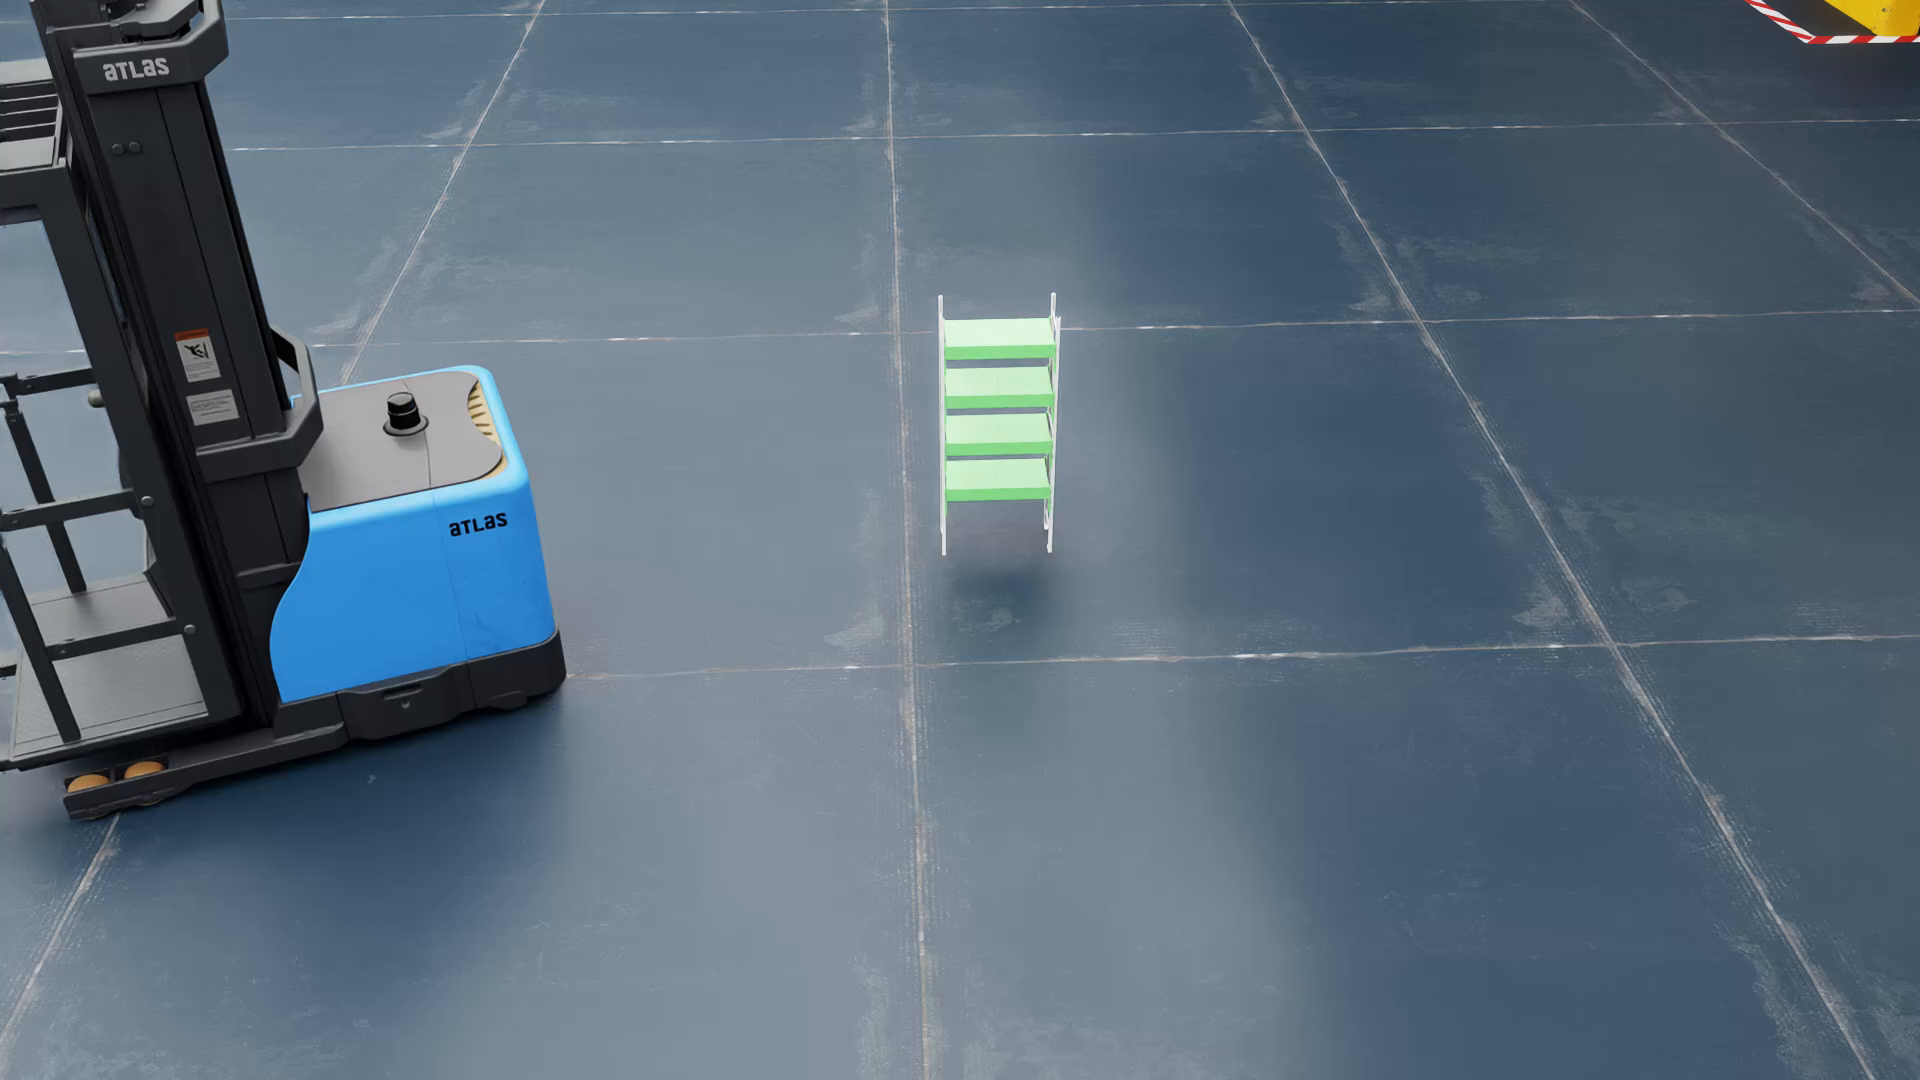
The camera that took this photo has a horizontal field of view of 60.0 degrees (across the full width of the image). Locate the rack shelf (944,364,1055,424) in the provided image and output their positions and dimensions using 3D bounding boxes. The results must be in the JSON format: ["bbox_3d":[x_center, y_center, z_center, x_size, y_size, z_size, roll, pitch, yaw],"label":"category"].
[{"bbox_3d":[0.165,-0.643,7.315,0.480,0.148,0.258,-2,35,-2],"label":"rack shelf"}]

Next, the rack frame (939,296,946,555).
[{"bbox_3d":[-0.078,-0.491,7.405,0.015,1.200,0.240,-2,35,-2],"label":"rack frame"}]

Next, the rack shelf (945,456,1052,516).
[{"bbox_3d":[0.165,-0.248,7.588,0.480,0.148,0.258,-2,35,-2],"label":"rack shelf"}]

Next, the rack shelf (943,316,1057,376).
[{"bbox_3d":[0.165,-0.840,7.178,0.480,0.148,0.258,-2,35,-2],"label":"rack shelf"}]

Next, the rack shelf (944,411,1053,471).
[{"bbox_3d":[0.165,-0.445,7.451,0.480,0.148,0.258,-2,35,-2],"label":"rack shelf"}]

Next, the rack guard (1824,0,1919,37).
[{"bbox_3d":[7.762,-4.713,14.120,0.348,0.500,1.175,-2,35,-2],"label":"rack guard"}]

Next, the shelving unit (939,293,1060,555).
[{"bbox_3d":[0.165,-0.498,7.415,0.503,1.200,0.258,-2,35,-2],"label":"shelving unit"}]

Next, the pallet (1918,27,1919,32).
[{"bbox_3d":[8.573,-4.613,14.230,1.213,0.211,1.003,-2,35,-2],"label":"pallet"}]

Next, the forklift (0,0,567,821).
[{"bbox_3d":[-3.182,-0.501,5.898,3.031,2.935,1.130,-13,37,-18],"label":"forklift"}]

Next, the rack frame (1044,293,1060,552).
[{"bbox_3d":[0.409,-0.504,7.424,0.015,1.200,0.240,-2,35,-2],"label":"rack frame"}]
